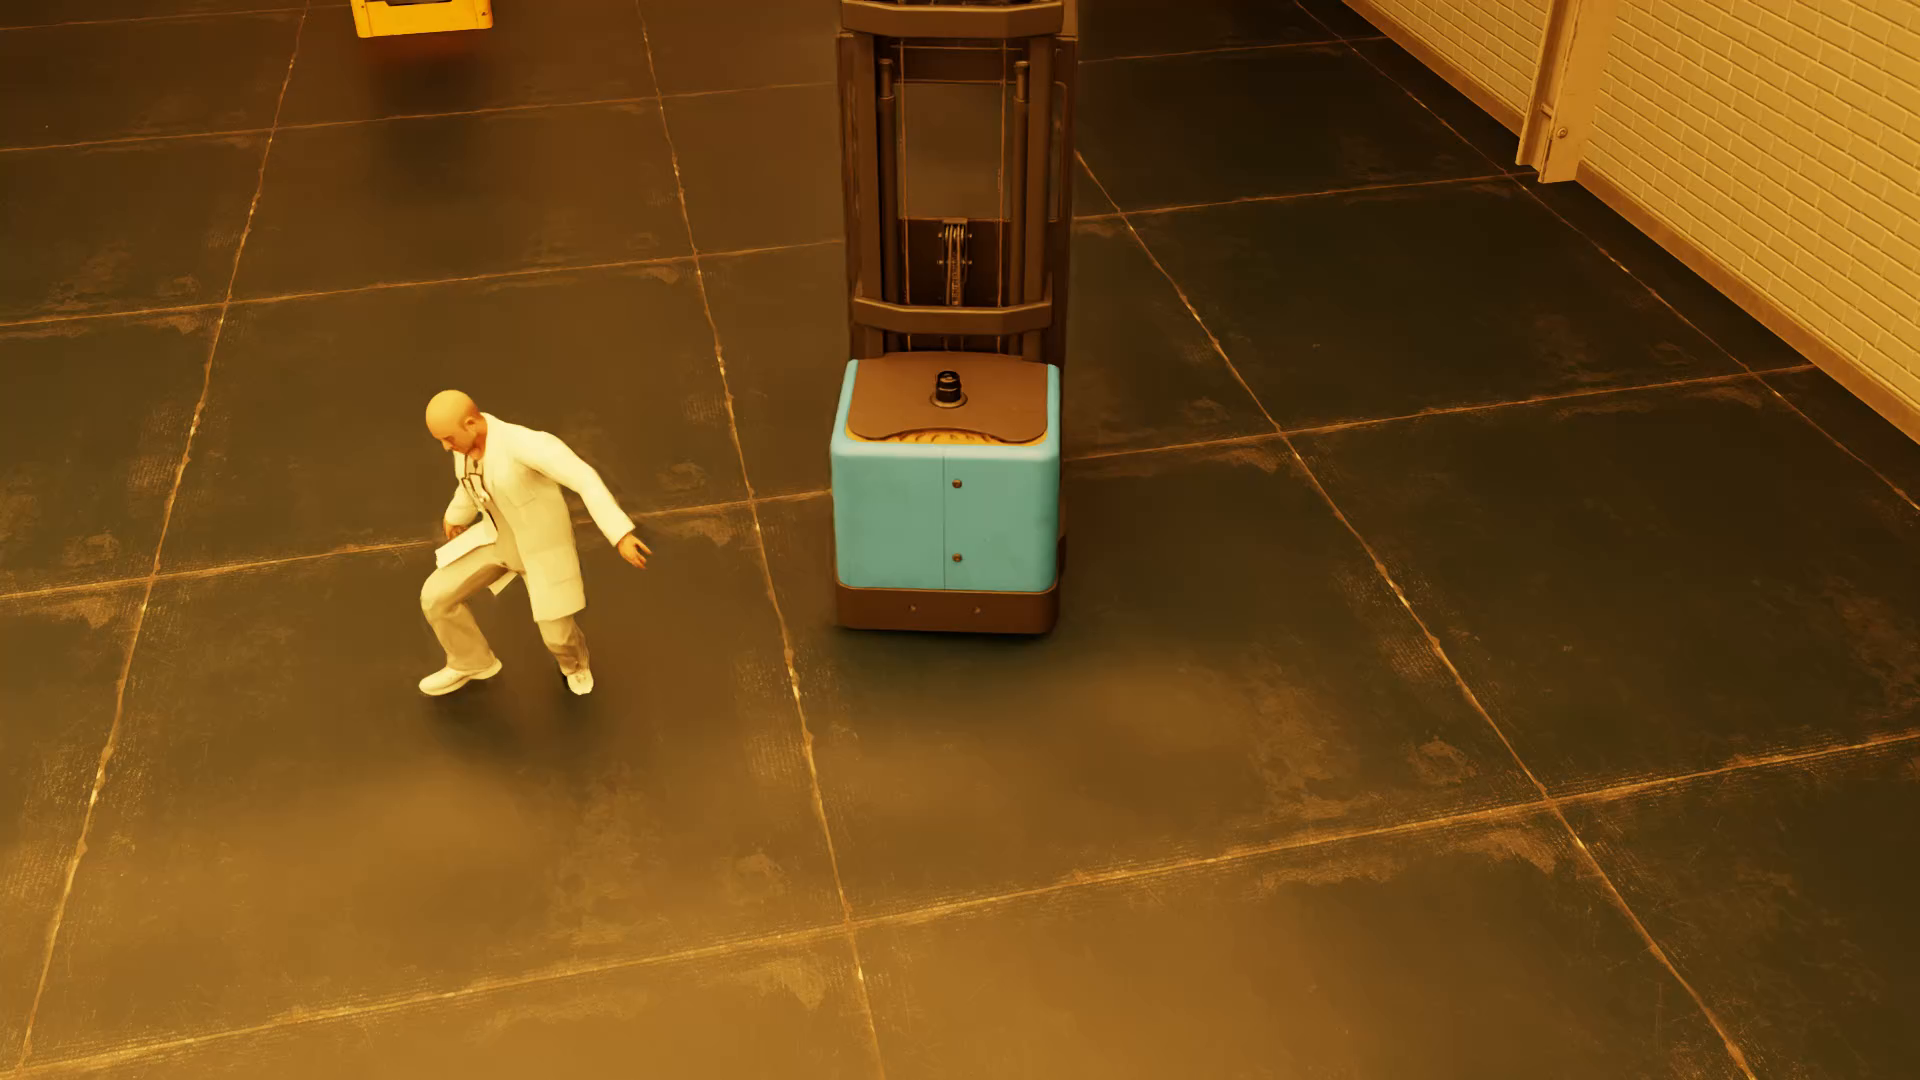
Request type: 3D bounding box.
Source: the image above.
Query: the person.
[{"bbox_3d":[-1.792,0.076,7.099,1.193,1.703,0.596,15,38,20],"label":"person"}]

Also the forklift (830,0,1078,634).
[{"bbox_3d":[-0.001,-1.583,8.250,1.130,2.935,3.031,2,36,2],"label":"forklift"}]
